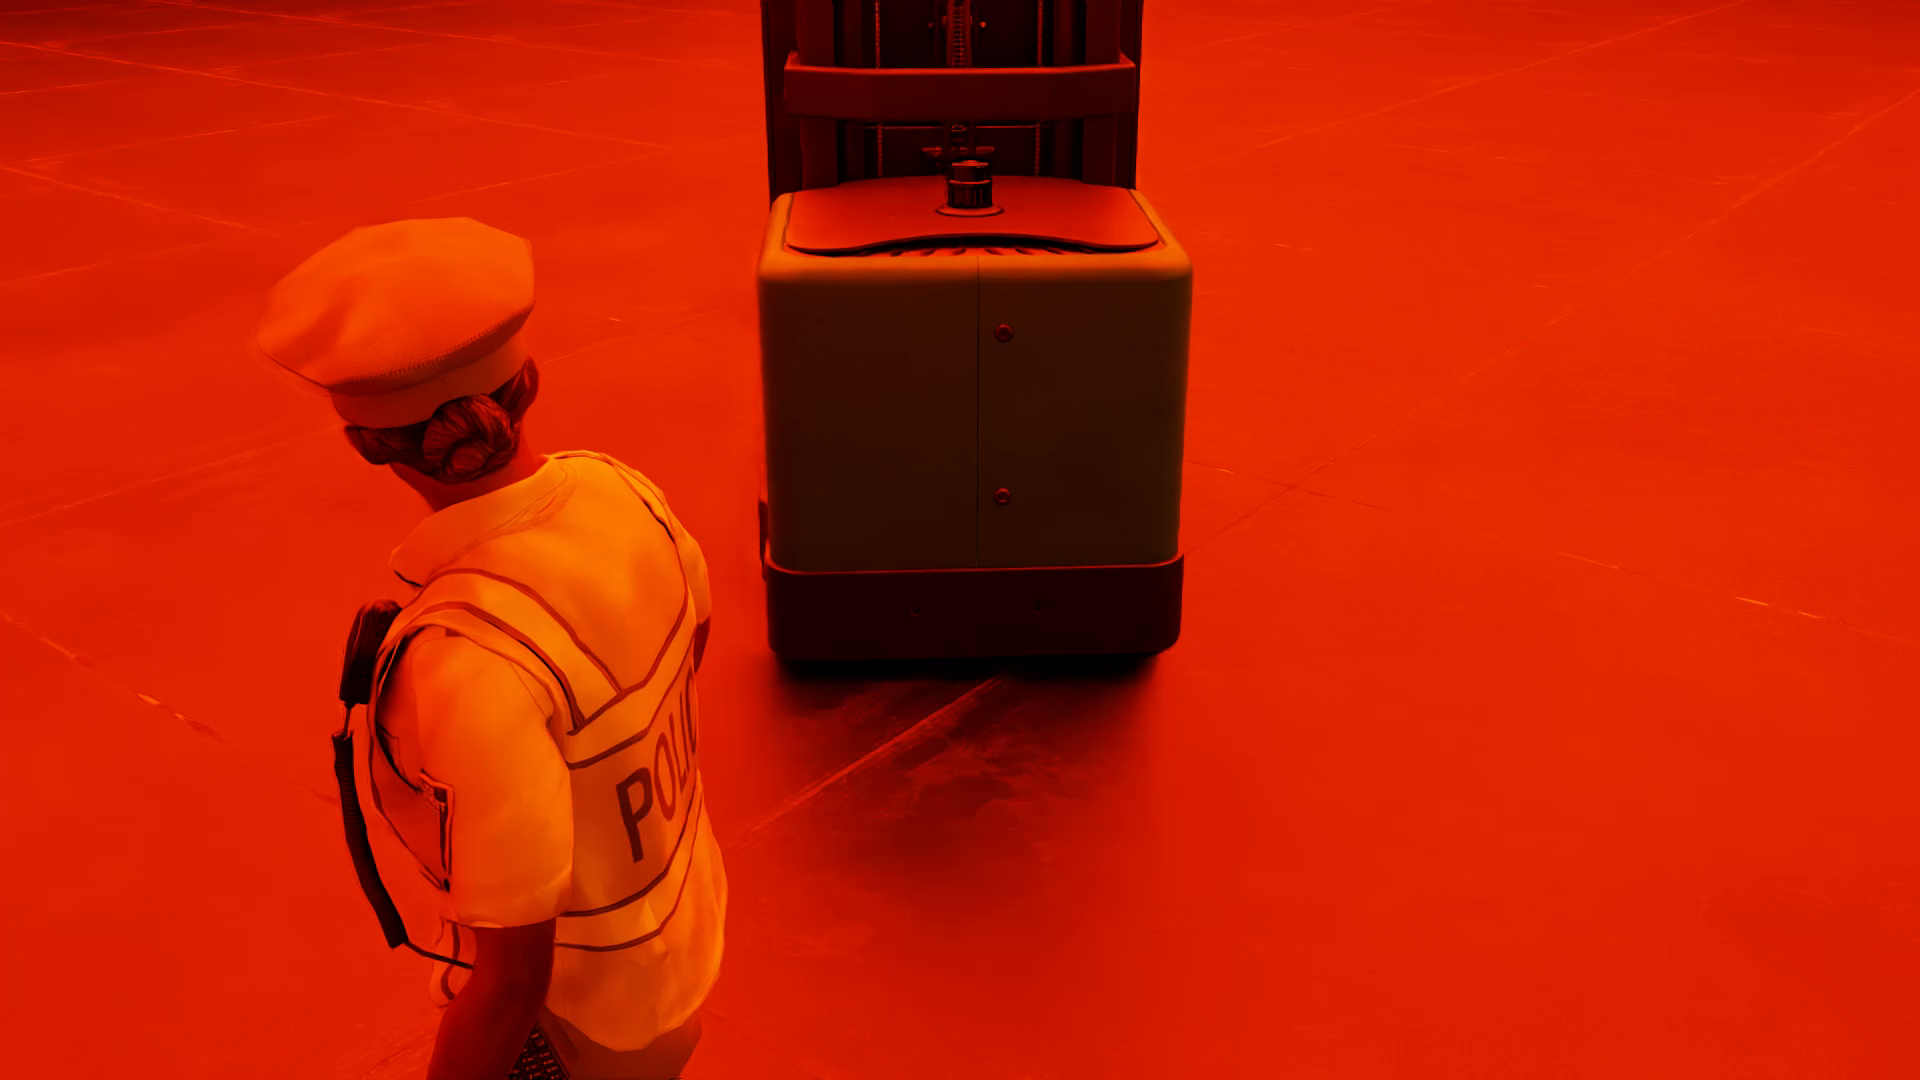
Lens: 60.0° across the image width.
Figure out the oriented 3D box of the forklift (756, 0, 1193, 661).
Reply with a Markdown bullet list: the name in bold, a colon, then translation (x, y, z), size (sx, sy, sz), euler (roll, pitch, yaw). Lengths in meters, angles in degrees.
- **forklift**: translation (-0.036, -1.587, 4.990), size (1.130, 2.935, 3.031), euler (-1, 23, -3)

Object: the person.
- **person**: translation (-0.497, 0.481, 1.829), size (0.482, 1.656, 0.663), euler (-1, 23, -1)
